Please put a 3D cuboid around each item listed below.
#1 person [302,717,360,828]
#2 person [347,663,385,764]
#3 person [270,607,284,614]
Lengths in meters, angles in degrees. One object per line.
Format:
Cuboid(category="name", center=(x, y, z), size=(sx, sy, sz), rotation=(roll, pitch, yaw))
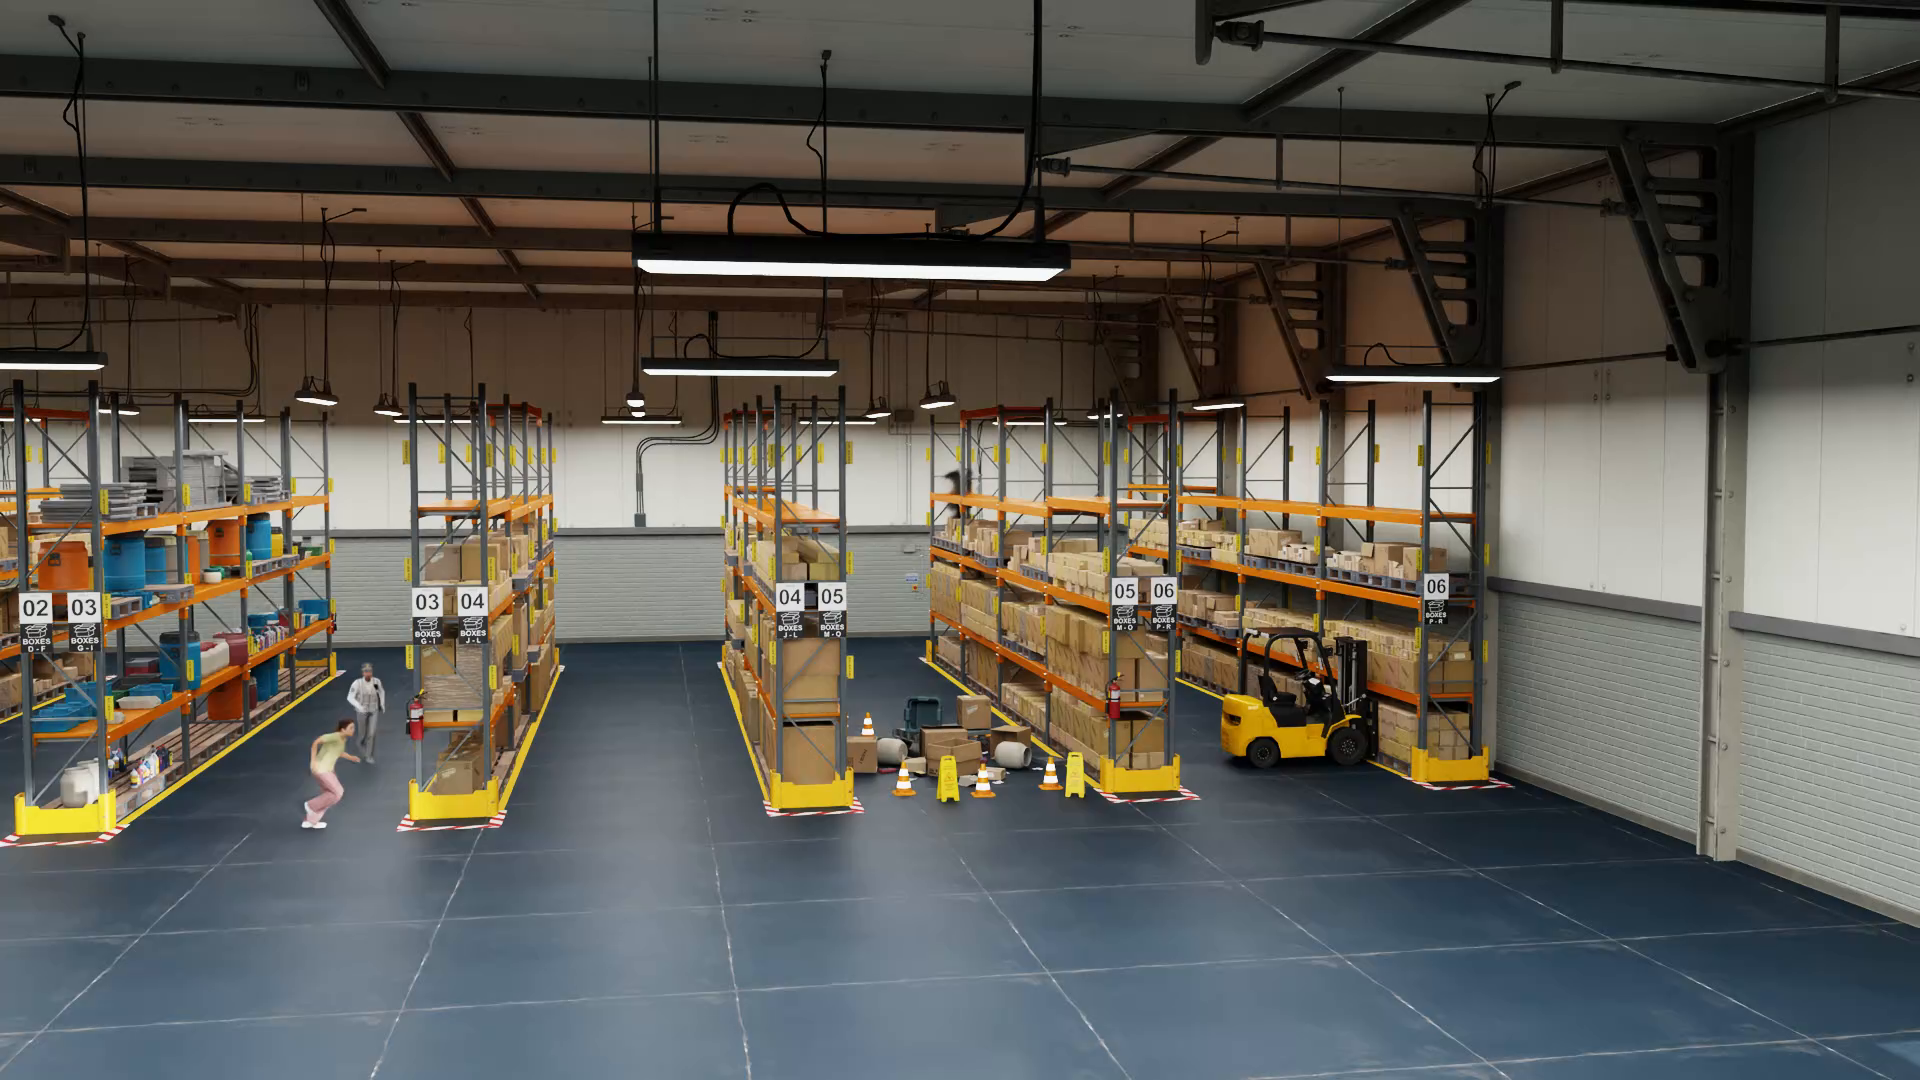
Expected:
Cuboid(category="person", center=(-8.448, 3.126, 22.267), size=(0.776, 1.501, 0.612), rotation=(0, 3, 2))
Cuboid(category="person", center=(-9.719, 2.807, 27.231), size=(0.612, 1.648, 0.722), rotation=(-2, 3, -28))
Cuboid(category="person", center=(-15.987, 2.289, 38.658), size=(0.972, 1.477, 0.686), rotation=(-2, 4, -38))
